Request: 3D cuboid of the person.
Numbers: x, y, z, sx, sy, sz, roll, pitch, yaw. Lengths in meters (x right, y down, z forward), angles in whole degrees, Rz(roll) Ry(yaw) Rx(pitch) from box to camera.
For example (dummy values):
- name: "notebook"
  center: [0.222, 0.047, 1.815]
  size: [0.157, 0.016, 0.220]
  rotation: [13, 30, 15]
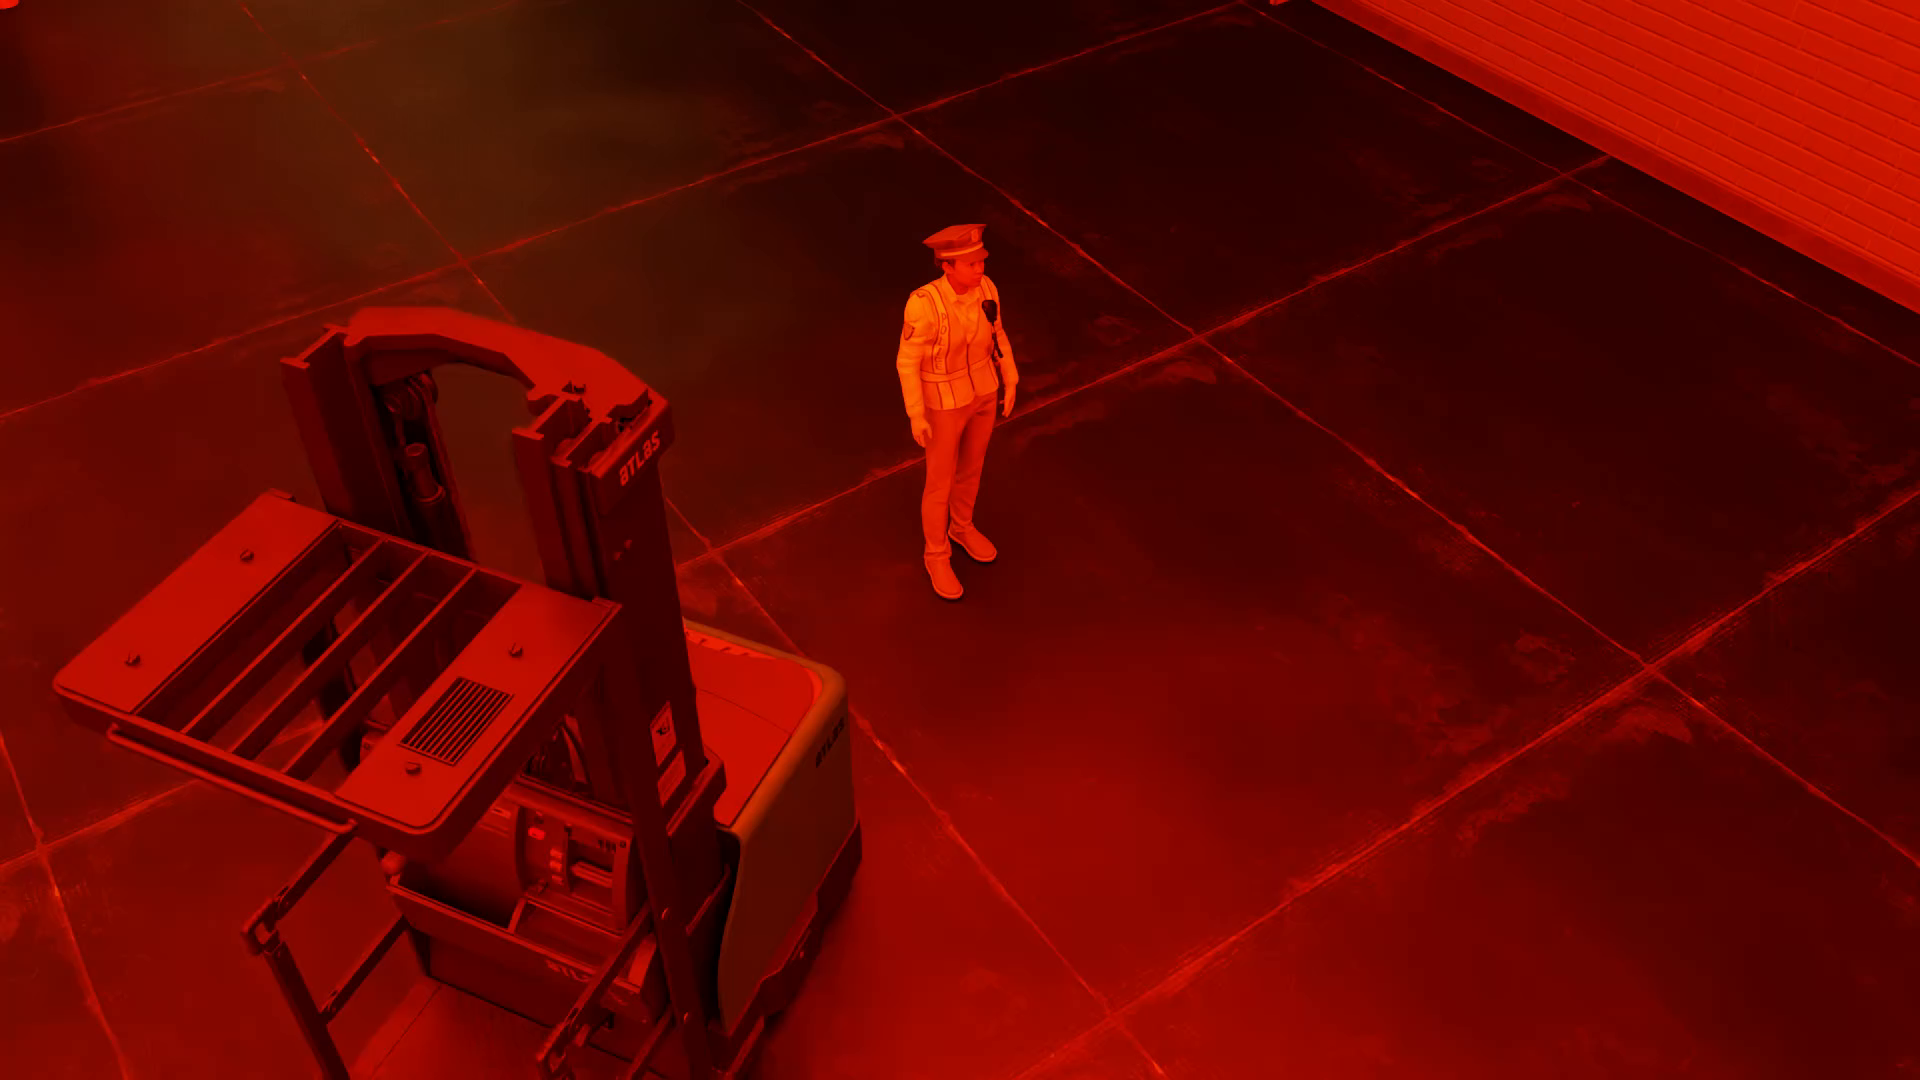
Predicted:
- name: "person"
  center: [0.034, -0.587, 7.255]
  size: [0.587, 1.694, 0.530]
  rotation: [-25, 48, -25]

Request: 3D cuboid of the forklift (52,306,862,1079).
- name: "forklift"
  center: [-1.437, 0.953, 4.681]
  size: [1.130, 2.935, 3.031]
  rotation: [17, 45, 17]
